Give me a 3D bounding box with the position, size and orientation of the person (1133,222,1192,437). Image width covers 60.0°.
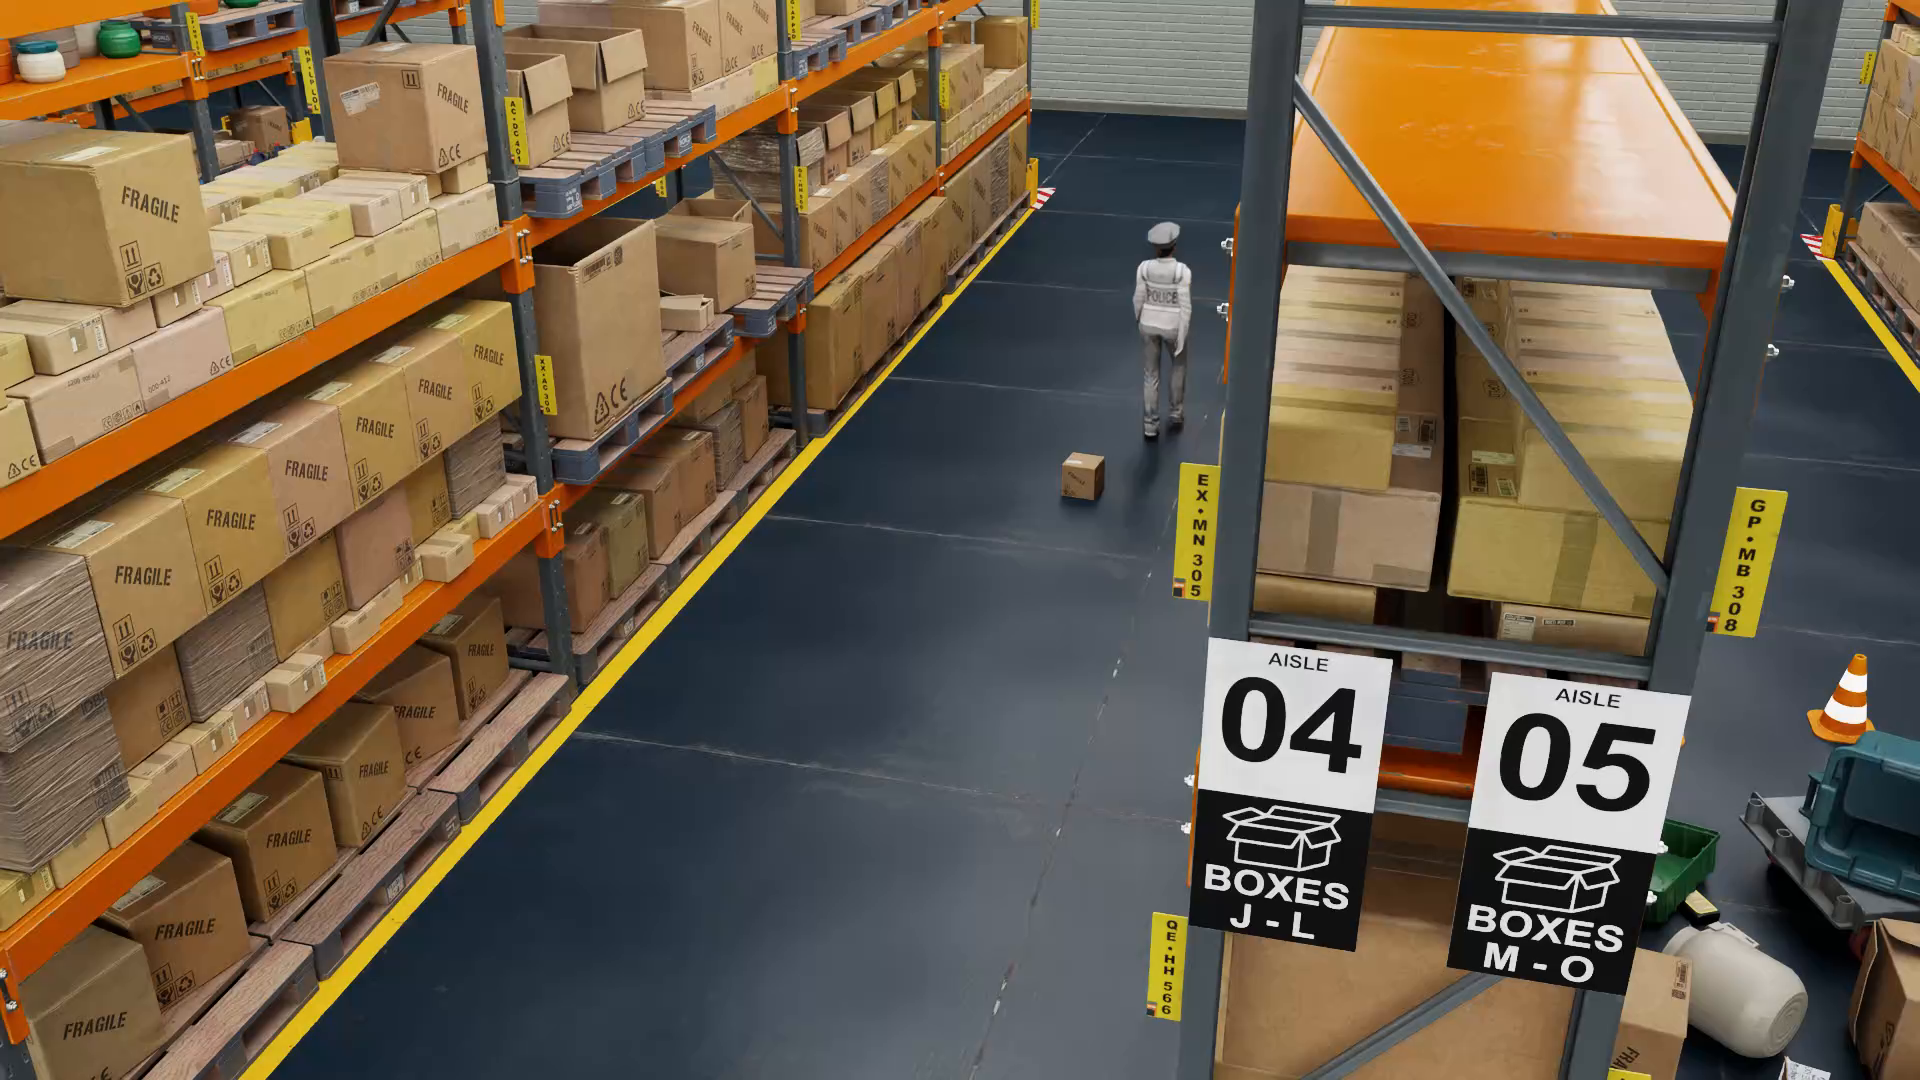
[{"bbox_3d":[1.591,-1.645,13.066,0.485,1.751,0.610,7,26,15],"label":"person"}]
